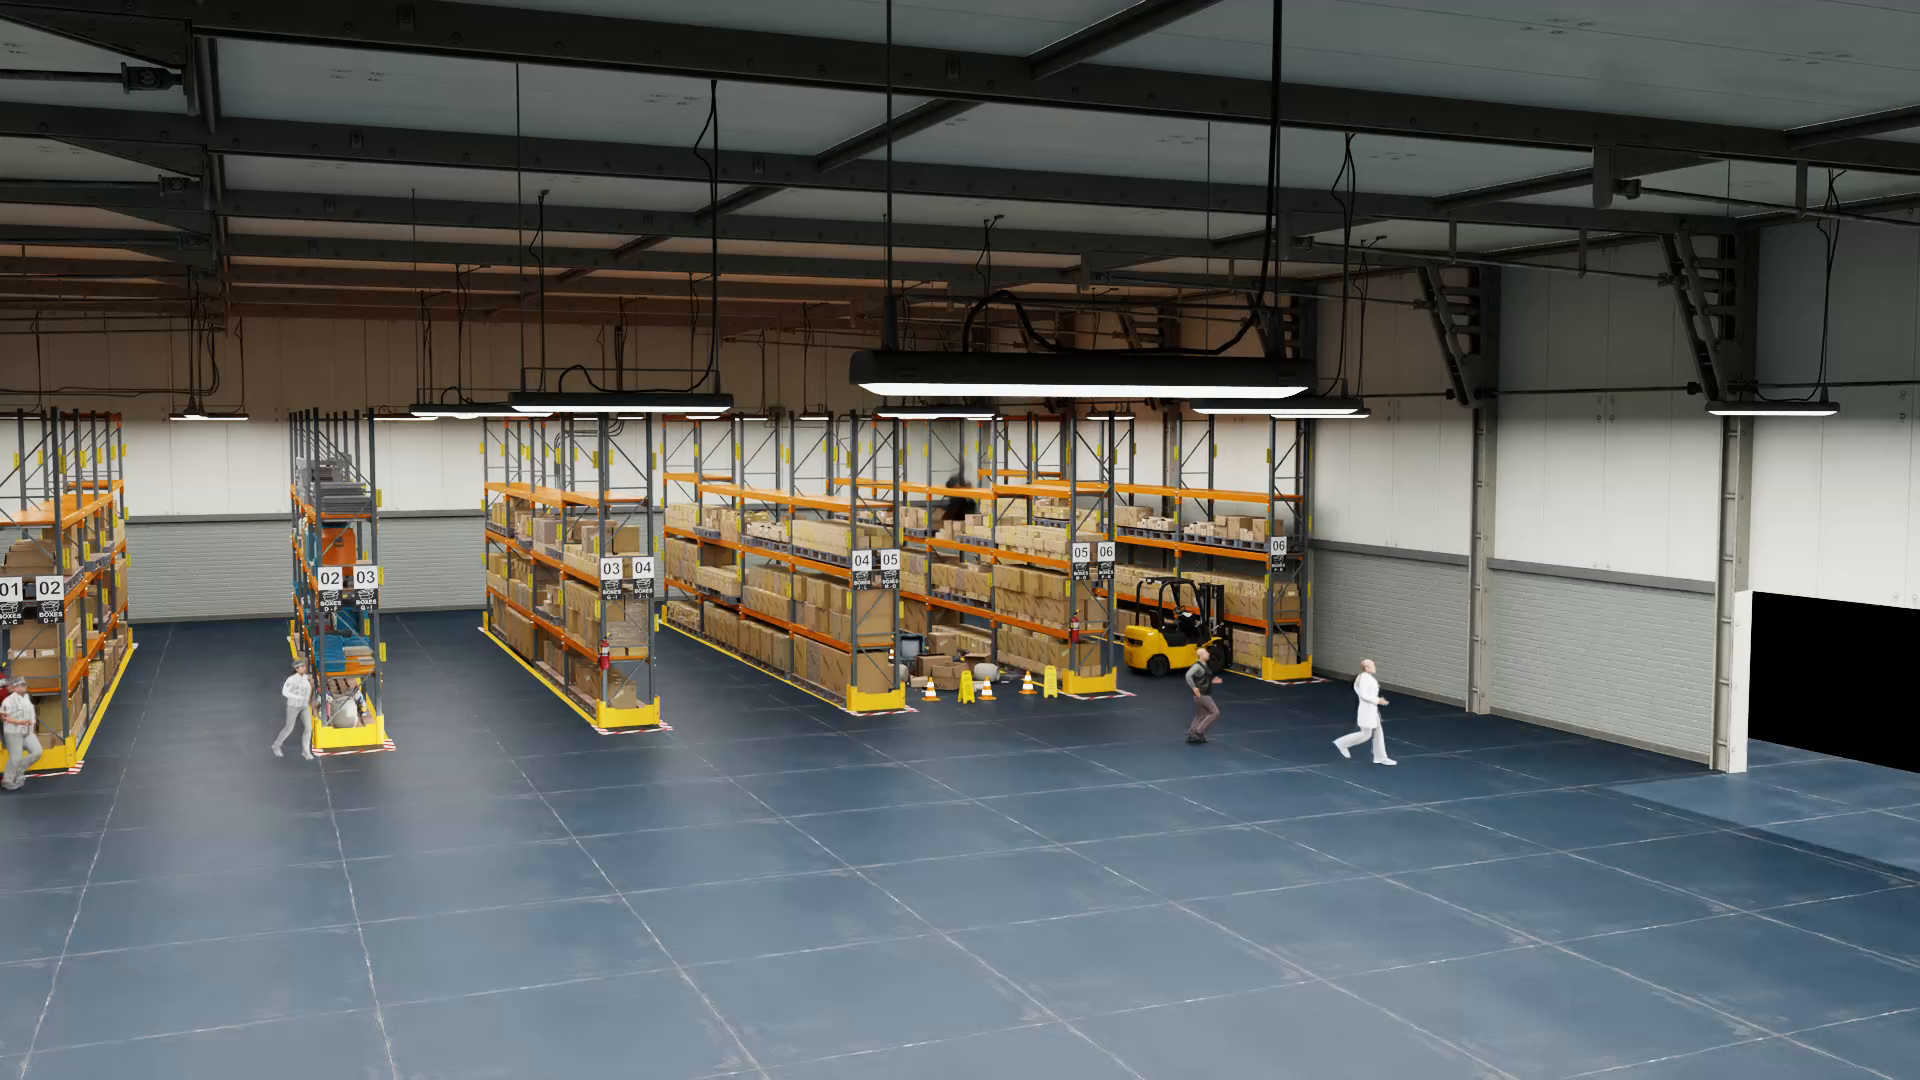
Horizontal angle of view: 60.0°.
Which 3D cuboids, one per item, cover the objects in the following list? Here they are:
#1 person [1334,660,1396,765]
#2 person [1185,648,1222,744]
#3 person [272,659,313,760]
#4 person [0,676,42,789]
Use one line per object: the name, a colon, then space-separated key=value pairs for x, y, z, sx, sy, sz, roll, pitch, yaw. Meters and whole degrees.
person: x=6.811 y=2.885 z=27.887 sx=1.018 sy=1.767 sz=0.709 roll=1 pitch=4 yaw=20
person: x=4.359 y=2.783 z=29.686 sx=0.642 sy=1.698 sz=0.644 roll=1 pitch=4 yaw=14
person: x=-11.334 y=2.879 z=28.469 sx=0.861 sy=1.705 sz=0.651 roll=2 pitch=4 yaw=26
person: x=-14.734 y=3.017 z=26.152 sx=0.594 sy=1.763 sz=0.666 roll=1 pitch=4 yaw=13
